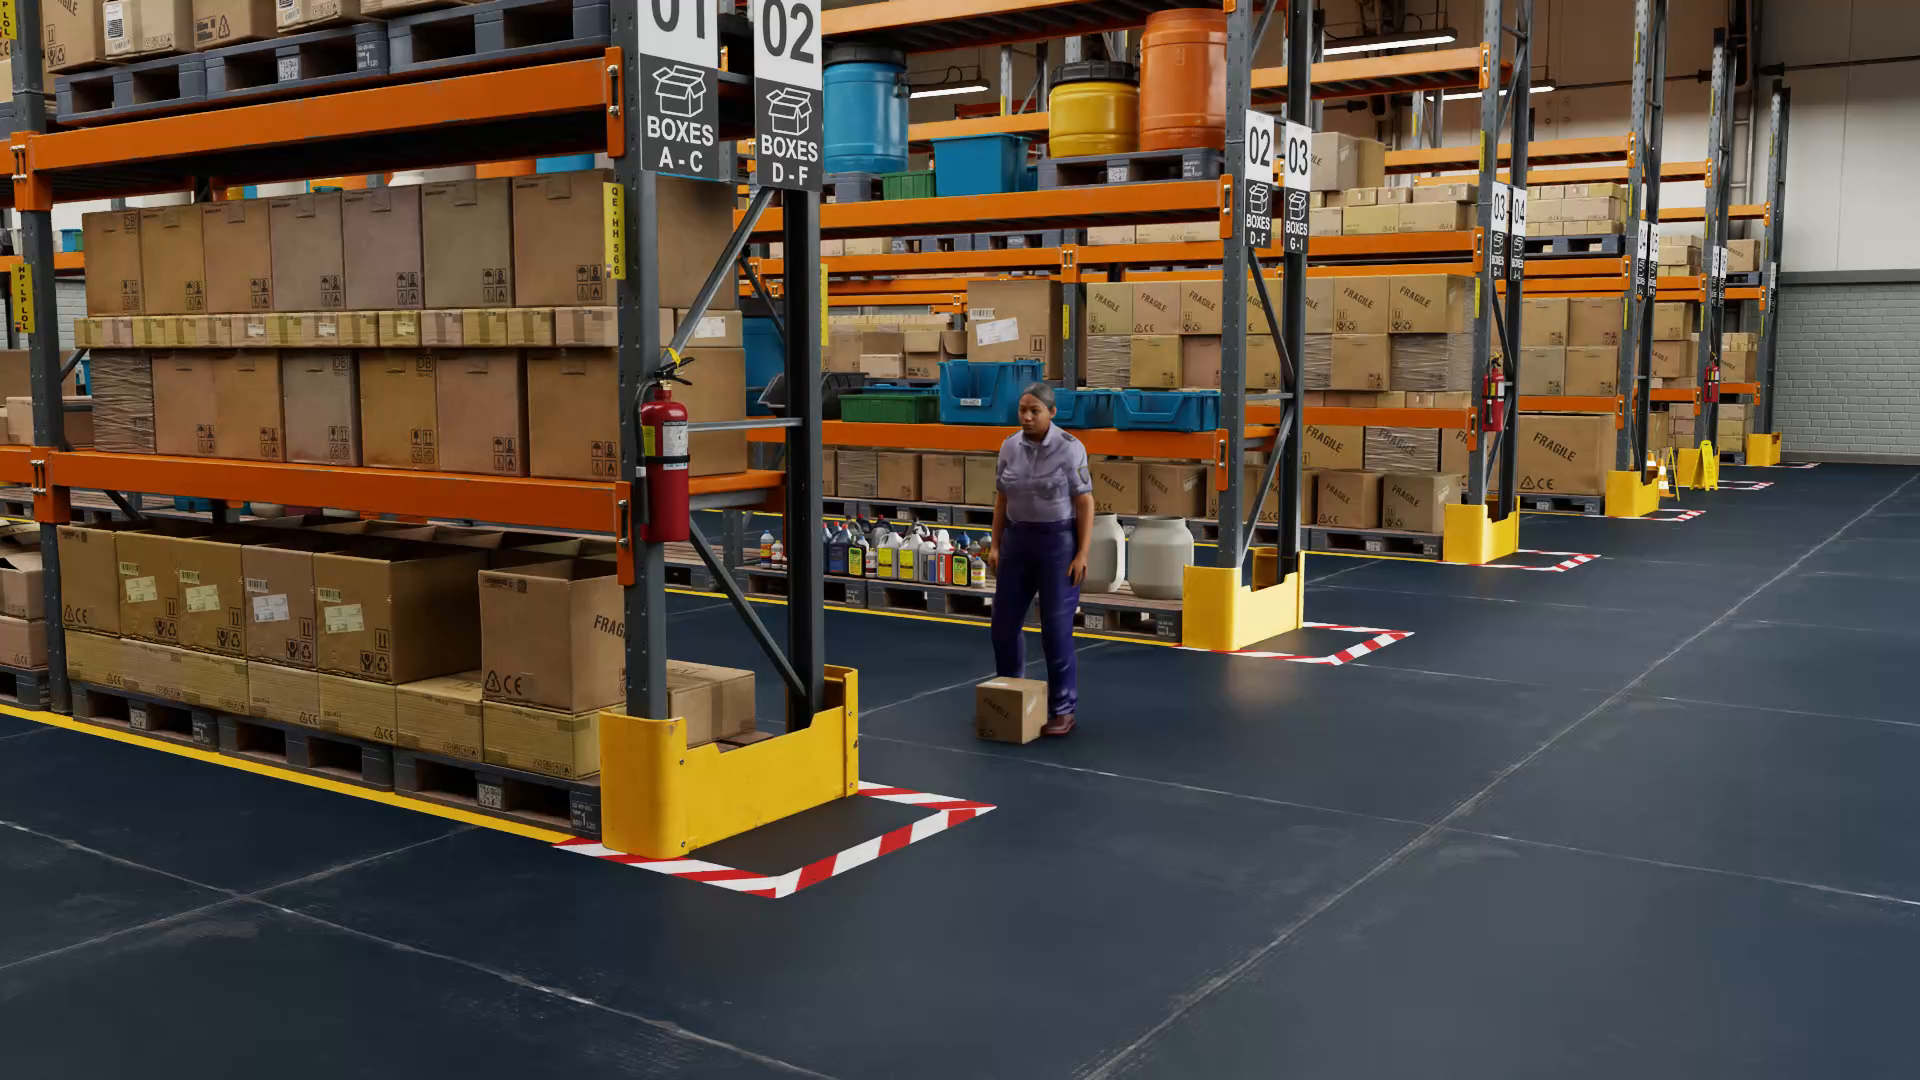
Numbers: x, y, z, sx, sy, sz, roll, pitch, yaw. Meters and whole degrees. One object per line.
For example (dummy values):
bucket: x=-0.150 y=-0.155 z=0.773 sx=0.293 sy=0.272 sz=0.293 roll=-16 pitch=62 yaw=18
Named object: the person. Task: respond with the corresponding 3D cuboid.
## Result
person: x=0.364 y=0.077 z=7.881 sx=0.549 sy=1.646 sz=0.376 roll=4 pitch=7 yaw=31
